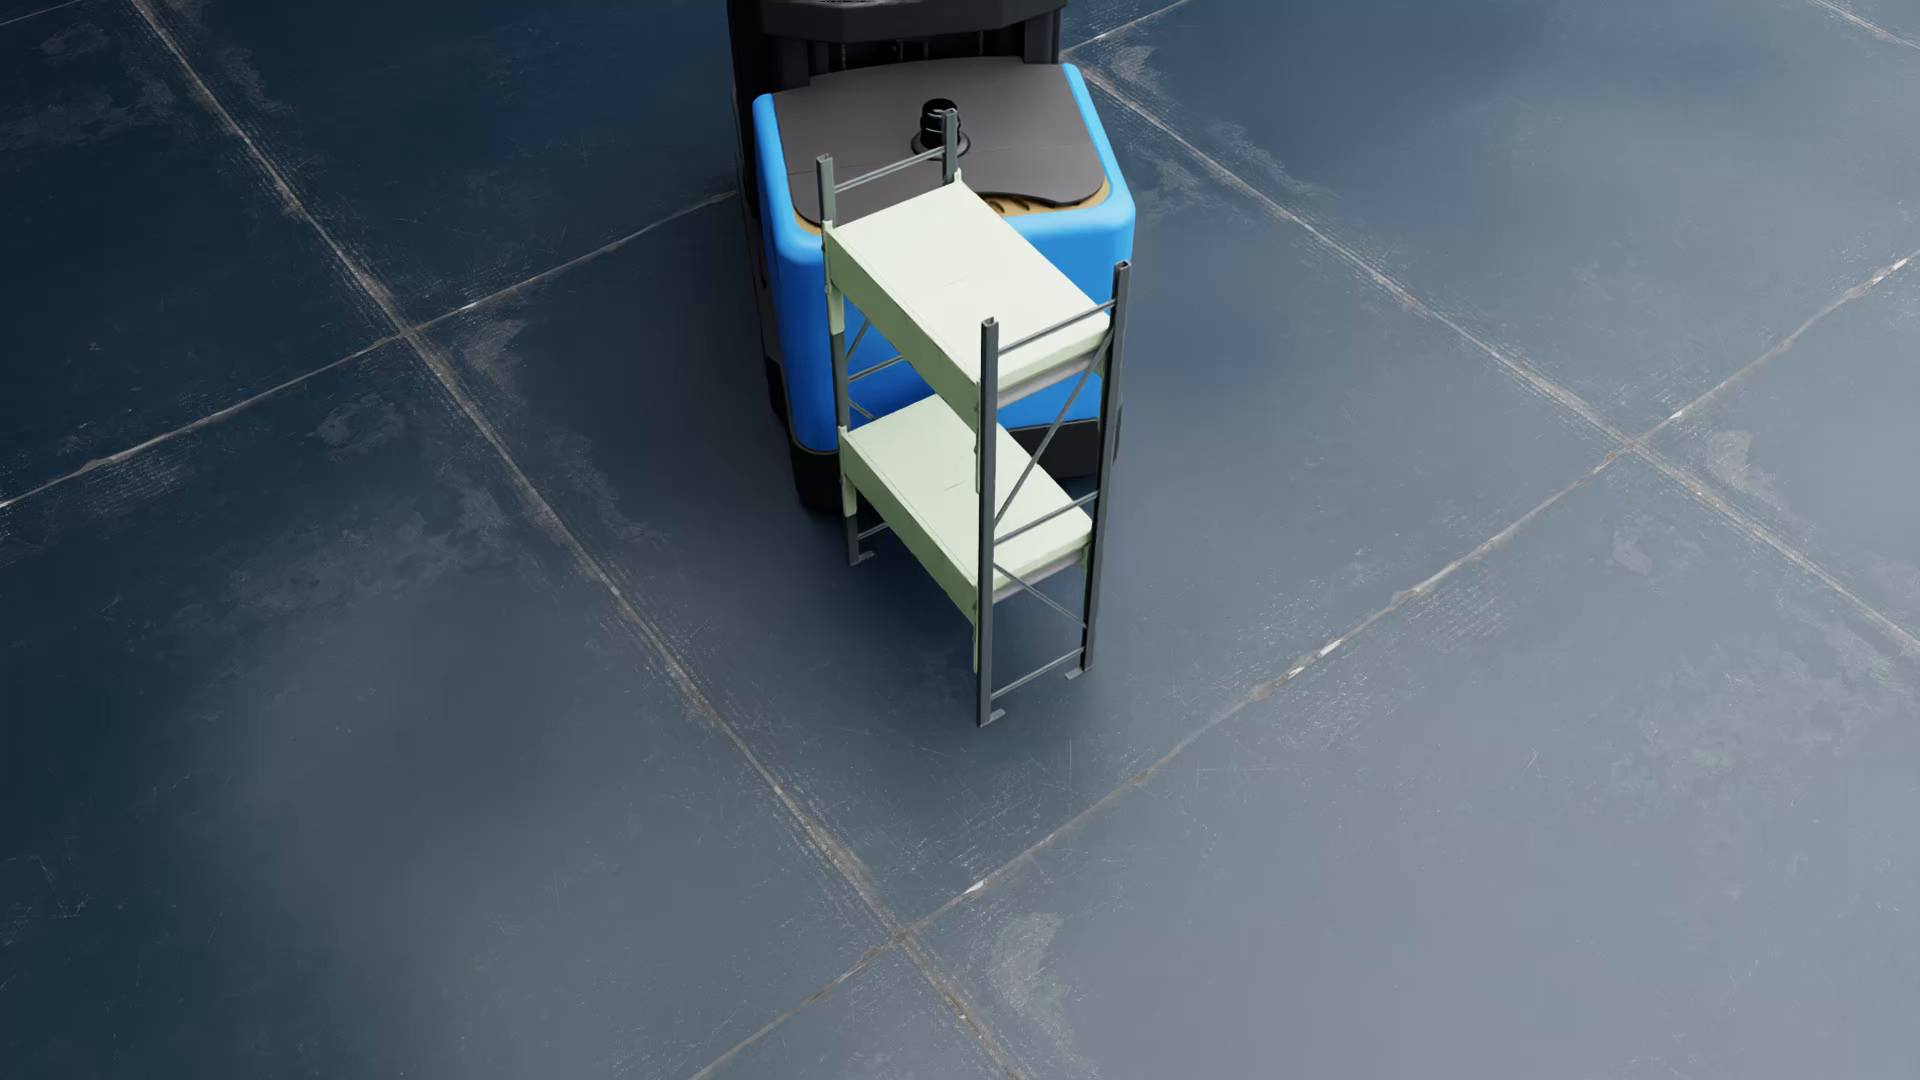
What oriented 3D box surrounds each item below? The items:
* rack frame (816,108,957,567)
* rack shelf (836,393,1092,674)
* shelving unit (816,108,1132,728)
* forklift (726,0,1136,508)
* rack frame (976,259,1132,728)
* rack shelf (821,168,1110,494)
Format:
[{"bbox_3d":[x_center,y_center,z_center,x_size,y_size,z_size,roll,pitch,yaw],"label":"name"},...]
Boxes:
[{"bbox_3d":[-0.180,-0.506,4.697,0.400,1.500,0.023,-26,53,-21],"label":"rack frame"},{"bbox_3d":[0.020,-0.060,4.732,0.431,0.370,0.720,-26,53,-21],"label":"rack shelf"},{"bbox_3d":[0.020,-0.279,4.491,0.431,1.500,0.755,-26,53,-21],"label":"shelving unit"},{"bbox_3d":[-0.256,-2.196,5.263,1.130,2.935,3.031,-8,48,-7],"label":"forklift"},{"bbox_3d":[0.219,-0.052,4.284,0.400,1.500,0.023,-26,53,-21],"label":"rack frame"},{"bbox_3d":[0.020,-0.541,4.201,0.431,0.370,0.720,-26,53,-21],"label":"rack shelf"}]
